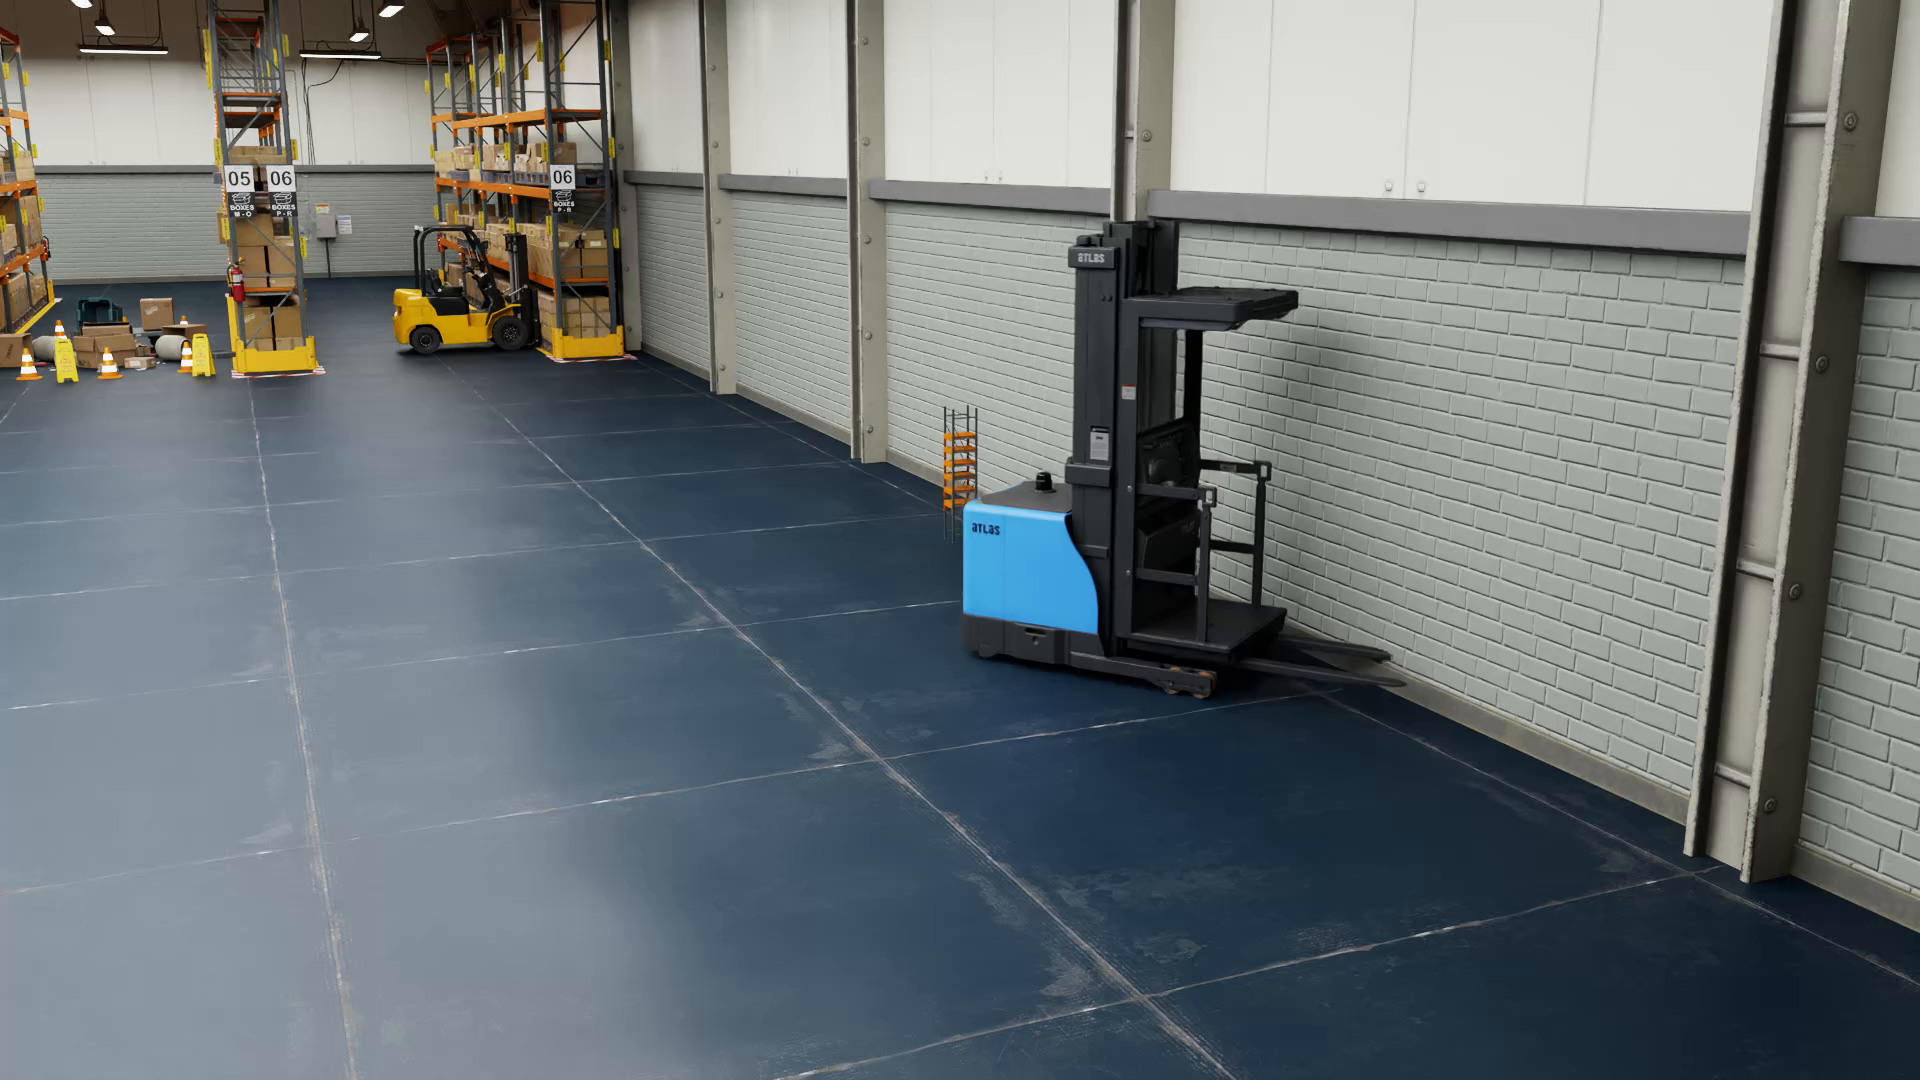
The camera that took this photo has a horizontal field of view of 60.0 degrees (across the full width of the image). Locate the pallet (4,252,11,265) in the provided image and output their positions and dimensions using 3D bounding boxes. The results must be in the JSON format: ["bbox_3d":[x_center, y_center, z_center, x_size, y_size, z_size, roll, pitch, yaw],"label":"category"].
[{"bbox_3d":[-19.003,-5.405,31.998,1.213,0.211,1.003,-6,14,-23],"label":"pallet"}]

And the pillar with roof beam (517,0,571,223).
[{"bbox_3d":[-12.175,-8.624,32.176,9.100,9.000,0.548,-6,14,-23],"label":"pillar with roof beam"}]

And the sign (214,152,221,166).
[{"bbox_3d":[-14.637,-7.533,32.789,0.100,0.325,0.005,-6,14,-23],"label":"sign"}]

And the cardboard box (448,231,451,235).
[{"bbox_3d":[-12.216,-7.573,40.609,0.500,0.250,0.500,-6,14,-24],"label":"cardboard box"}]

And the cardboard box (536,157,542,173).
[{"bbox_3d":[-7.086,-6.471,28.669,0.396,0.266,0.258,-6,14,-23],"label":"cardboard box"}]

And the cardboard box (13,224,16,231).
[{"bbox_3d":[-19.883,-6.494,34.584,0.380,0.149,0.250,-5,14,-20],"label":"cardboard box"}]

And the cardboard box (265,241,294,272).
[{"bbox_3d":[-11.272,-4.705,27.664,0.500,0.500,0.500,-6,14,-24],"label":"cardboard box"}]

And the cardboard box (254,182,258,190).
[{"bbox_3d":[-11.565,-5.729,26.874,0.380,0.149,0.250,-6,14,-23],"label":"cardboard box"}]

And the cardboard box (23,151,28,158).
[{"bbox_3d":[-21.105,-8.640,37.238,0.380,0.149,0.250,-5,14,-22],"label":"cardboard box"}]

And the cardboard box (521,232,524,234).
[{"bbox_3d":[-7.985,-5.674,31.071,0.380,0.149,0.250,-5,14,-22],"label":"cardboard box"}]

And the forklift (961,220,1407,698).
[{"bbox_3d":[1.543,-0.561,10.794,3.031,2.935,1.130,7,15,29],"label":"forklift"}]

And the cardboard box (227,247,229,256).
[{"bbox_3d":[-15.202,-6.150,35.121,0.500,0.250,0.500,-6,14,-24],"label":"cardboard box"}]

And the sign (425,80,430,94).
[{"bbox_3d":[-13.281,-11.299,41.483,0.100,0.325,0.005,-6,14,-23],"label":"sign"}]

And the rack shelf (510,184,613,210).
[{"bbox_3d":[-7.175,-6.150,29.731,1.077,0.370,4.000,-6,14,-23],"label":"rack shelf"}]

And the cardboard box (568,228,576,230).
[{"bbox_3d":[-6.720,-5.439,29.397,0.380,0.149,0.250,-5,14,-21],"label":"cardboard box"}]

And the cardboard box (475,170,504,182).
[{"bbox_3d":[-10.007,-7.751,35.386,0.500,0.250,0.500,-6,14,-25],"label":"cardboard box"}]

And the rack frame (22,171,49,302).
[{"bbox_3d":[-21.825,-7.014,38.523,1.000,3.000,0.127,-6,14,-23],"label":"rack frame"}]

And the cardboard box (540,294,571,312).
[{"bbox_3d":[-7.054,-4.150,29.096,0.500,0.250,0.500,-5,14,-22],"label":"cardboard box"}]

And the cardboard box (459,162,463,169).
[{"bbox_3d":[-10.921,-8.335,36.983,0.380,0.149,0.250,-5,14,-22],"label":"cardboard box"}]

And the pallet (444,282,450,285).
[{"bbox_3d":[-12.433,-6.392,42.021,1.003,0.211,1.213,-6,14,-23],"label":"pallet"}]

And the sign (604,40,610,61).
[{"bbox_3d":[-5.863,-8.129,27.614,0.100,0.325,0.005,-6,14,-23],"label":"sign"}]

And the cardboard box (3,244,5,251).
[{"bbox_3d":[-18.940,-5.721,32.562,0.380,0.149,0.250,-5,14,-20],"label":"cardboard box"}]

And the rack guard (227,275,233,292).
[{"bbox_3d":[-17.340,-6.269,40.848,1.175,0.500,0.348,-6,14,-23],"label":"rack guard"}]

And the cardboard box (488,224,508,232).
[{"bbox_3d":[-9.613,-6.496,34.623,0.380,0.149,0.250,-5,14,-22],"label":"cardboard box"}]

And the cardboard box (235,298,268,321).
[{"bbox_3d":[-12.103,-3.870,28.442,0.500,0.500,0.500,-5,14,-20],"label":"cardboard box"}]

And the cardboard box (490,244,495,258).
[{"bbox_3d":[-9.428,-5.987,34.419,0.500,0.250,0.500,-6,14,-24],"label":"cardboard box"}]

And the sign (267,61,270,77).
[{"bbox_3d":[-13.632,-9.297,32.834,0.100,0.325,0.005,-6,14,-23],"label":"sign"}]

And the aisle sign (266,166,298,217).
[{"bbox_3d":[-10.612,-5.458,26.035,0.394,0.787,0.004,-6,14,-23],"label":"aisle sign"}]

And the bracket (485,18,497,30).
[{"bbox_3d":[-10.793,-11.889,38.297,0.235,0.232,0.430,-6,14,-23],"label":"bracket"}]

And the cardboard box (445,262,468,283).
[{"bbox_3d":[-12.625,-6.785,42.137,0.797,0.503,0.637,-6,14,-25],"label":"cardboard box"}]

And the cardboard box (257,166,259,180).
[{"bbox_3d":[-11.300,-6.047,27.365,0.500,0.250,0.500,-5,14,-21],"label":"cardboard box"}]

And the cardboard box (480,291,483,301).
[{"bbox_3d":[-10.348,-5.545,36.789,0.500,0.500,0.500,-5,14,-21],"label":"cardboard box"}]

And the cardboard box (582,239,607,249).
[{"bbox_3d":[-6.272,-5.084,28.523,0.380,0.149,0.250,-6,14,-24],"label":"cardboard box"}]

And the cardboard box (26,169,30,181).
[{"bbox_3d":[-20.772,-8.016,36.531,0.500,0.250,0.500,-5,14,-20],"label":"cardboard box"}]

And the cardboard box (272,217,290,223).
[{"bbox_3d":[-12.387,-5.846,30.226,0.380,0.149,0.250,-6,14,-23],"label":"cardboard box"}]

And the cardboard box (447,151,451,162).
[{"bbox_3d":[-11.815,-9.068,39.310,0.500,0.250,0.500,-6,14,-24],"label":"cardboard box"}]

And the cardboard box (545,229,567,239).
[{"bbox_3d":[-6.968,-5.290,28.754,0.380,0.149,0.250,-5,14,-22],"label":"cardboard box"}]

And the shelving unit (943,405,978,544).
[{"bbox_3d":[0.006,-0.582,14.722,0.258,1.200,0.189,-6,14,-23],"label":"shelving unit"}]

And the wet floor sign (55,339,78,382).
[{"bbox_3d":[-13.590,-2.734,25.253,0.267,0.644,0.232,-9,16,-33],"label":"wet floor sign"}]

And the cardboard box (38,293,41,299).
[{"bbox_3d":[-20.839,-5.478,37.279,0.380,0.149,0.250,-5,14,-22],"label":"cardboard box"}]

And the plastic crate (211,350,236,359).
[{"bbox_3d":[-12.645,-3.182,28.441,0.402,0.080,0.583,-12,18,-42],"label":"plastic crate"}]

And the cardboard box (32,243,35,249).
[{"bbox_3d":[-21.054,-6.637,37.451,0.380,0.149,0.250,-6,14,-25],"label":"cardboard box"}]

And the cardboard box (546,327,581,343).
[{"bbox_3d":[-6.852,-3.559,28.762,0.500,0.250,0.500,-6,14,-23],"label":"cardboard box"}]

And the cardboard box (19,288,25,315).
[{"bbox_3d":[-19.289,-4.832,33.707,0.500,0.500,0.500,-6,14,-24],"label":"cardboard box"}]

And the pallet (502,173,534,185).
[{"bbox_3d":[-8.342,-7.001,32.239,0.805,0.209,1.217,-6,14,-25],"label":"pallet"}]

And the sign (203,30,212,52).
[{"bbox_3d":[-11.437,-7.585,25.264,0.100,0.325,0.005,-6,14,-23],"label":"sign"}]

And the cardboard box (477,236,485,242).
[{"bbox_3d":[-10.193,-6.462,35.762,0.380,0.149,0.250,-5,14,-22],"label":"cardboard box"}]

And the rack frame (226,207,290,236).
[{"bbox_3d":[-12.523,-5.003,29.833,1.000,3.000,0.127,-6,14,-23],"label":"rack frame"}]

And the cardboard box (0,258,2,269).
[{"bbox_3d":[-17.995,-5.238,30.628,0.500,0.500,0.500,-6,14,-23],"label":"cardboard box"}]

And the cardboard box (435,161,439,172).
[{"bbox_3d":[-12.856,-9.348,41.628,0.500,0.250,0.500,-6,14,-24],"label":"cardboard box"}]
